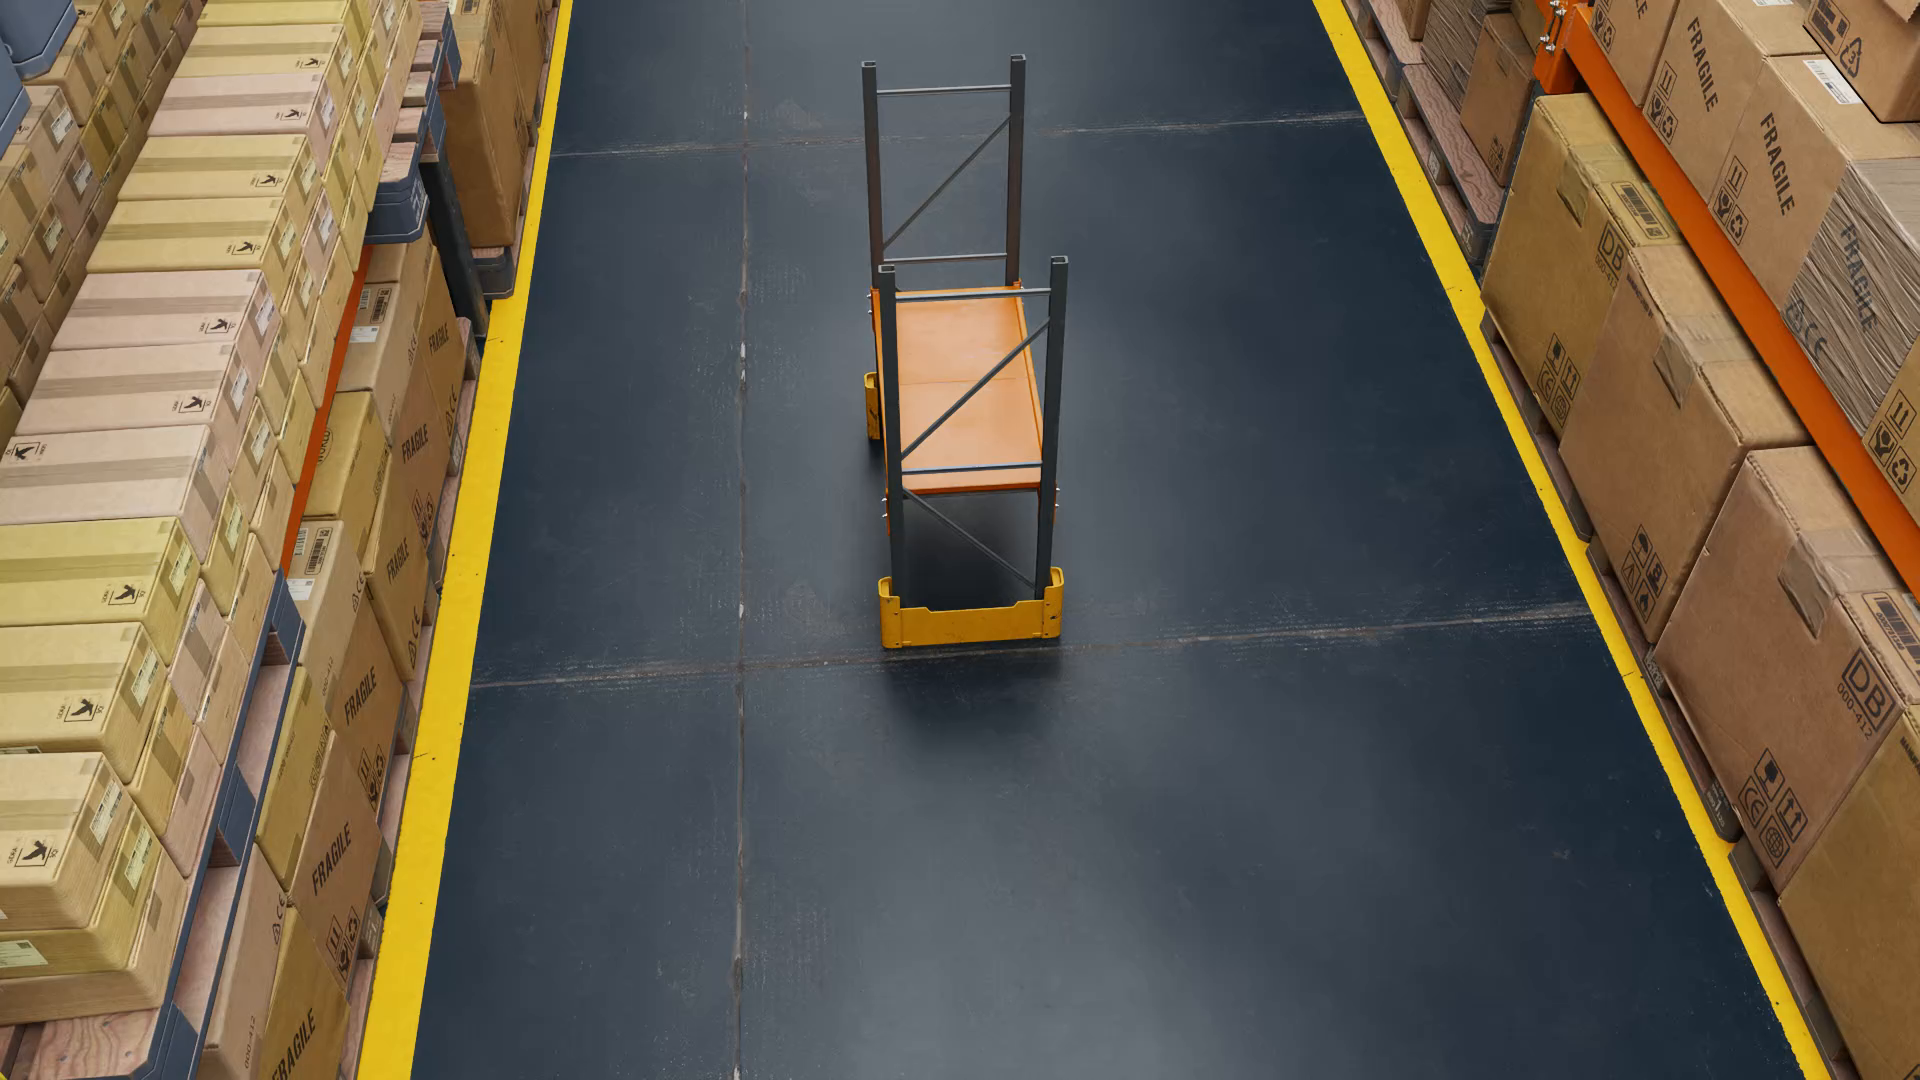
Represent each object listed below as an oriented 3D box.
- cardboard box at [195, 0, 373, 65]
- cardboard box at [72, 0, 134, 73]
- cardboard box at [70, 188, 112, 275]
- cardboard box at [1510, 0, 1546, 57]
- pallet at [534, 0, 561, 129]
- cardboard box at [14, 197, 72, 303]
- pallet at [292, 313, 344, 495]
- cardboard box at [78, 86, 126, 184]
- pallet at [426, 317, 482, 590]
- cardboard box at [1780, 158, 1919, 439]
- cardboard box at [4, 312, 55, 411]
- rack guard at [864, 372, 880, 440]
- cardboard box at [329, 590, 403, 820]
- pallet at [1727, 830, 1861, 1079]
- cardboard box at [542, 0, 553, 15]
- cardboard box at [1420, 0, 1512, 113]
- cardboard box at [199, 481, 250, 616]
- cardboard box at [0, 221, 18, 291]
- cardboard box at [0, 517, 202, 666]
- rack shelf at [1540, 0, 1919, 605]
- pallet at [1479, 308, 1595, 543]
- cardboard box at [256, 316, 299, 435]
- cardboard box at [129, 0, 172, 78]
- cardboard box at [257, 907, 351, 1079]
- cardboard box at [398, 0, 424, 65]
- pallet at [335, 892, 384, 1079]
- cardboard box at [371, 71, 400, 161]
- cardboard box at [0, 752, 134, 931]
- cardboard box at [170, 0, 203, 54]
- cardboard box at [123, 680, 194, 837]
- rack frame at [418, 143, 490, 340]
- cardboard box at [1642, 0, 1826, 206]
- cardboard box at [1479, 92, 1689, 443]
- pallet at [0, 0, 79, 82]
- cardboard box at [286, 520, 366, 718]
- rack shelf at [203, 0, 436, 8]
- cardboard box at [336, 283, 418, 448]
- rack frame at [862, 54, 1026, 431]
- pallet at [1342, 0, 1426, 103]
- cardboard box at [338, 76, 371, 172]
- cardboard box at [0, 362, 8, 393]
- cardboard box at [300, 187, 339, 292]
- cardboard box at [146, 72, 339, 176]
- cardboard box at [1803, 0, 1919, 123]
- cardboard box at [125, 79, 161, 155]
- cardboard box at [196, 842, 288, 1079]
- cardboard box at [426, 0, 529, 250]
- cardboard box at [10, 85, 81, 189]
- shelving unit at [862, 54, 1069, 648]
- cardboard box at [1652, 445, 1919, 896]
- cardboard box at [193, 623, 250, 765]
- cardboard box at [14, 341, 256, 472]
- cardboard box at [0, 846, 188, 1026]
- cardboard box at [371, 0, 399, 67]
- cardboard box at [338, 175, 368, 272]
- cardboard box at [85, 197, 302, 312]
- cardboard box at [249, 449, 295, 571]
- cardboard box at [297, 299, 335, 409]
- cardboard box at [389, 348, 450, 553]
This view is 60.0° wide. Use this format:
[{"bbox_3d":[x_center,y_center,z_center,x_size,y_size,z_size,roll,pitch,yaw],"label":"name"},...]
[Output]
[{"bbox_3d":[-1.813,-1.393,4.477,0.380,0.149,0.250,-2,47,-2],"label":"cardboard box"},{"bbox_3d":[-2.464,-1.373,4.458,0.380,0.149,0.250,-4,47,-4],"label":"cardboard box"},{"bbox_3d":[-2.421,-0.774,4.301,0.380,0.149,0.250,-2,47,-2],"label":"cardboard box"},{"bbox_3d":[2.514,-2.089,6.565,0.500,0.250,0.500,-2,47,-2],"label":"cardboard box"},{"bbox_3d":[-2.441,-2.325,7.807,1.003,0.211,1.213,-3,47,-3],"label":"pallet"},{"bbox_3d":[-2.402,-0.695,4.021,0.380,0.149,0.250,-4,47,-4],"label":"cardboard box"},{"bbox_3d":[-2.145,-0.333,4.131,1.003,0.211,1.213,-3,47,-3],"label":"pallet"},{"bbox_3d":[-2.439,-1.055,4.363,0.380,0.149,0.250,-3,47,-3],"label":"cardboard box"},{"bbox_3d":[-2.287,-0.304,5.893,1.003,0.211,1.213,-3,47,-3],"label":"pallet"},{"bbox_3d":[2.501,-0.618,4.200,0.500,0.500,0.500,-3,47,-3],"label":"cardboard box"},{"bbox_3d":[-2.382,-0.403,3.950,0.380,0.149,0.250,-5,47,-5],"label":"cardboard box"},{"bbox_3d":[-0.048,-0.501,6.053,0.587,0.250,0.087,-3,47,-3],"label":"rack guard"},{"bbox_3d":[-1.917,0.469,4.672,0.500,0.500,0.500,-3,47,-3],"label":"cardboard box"},{"bbox_3d":[2.795,1.242,4.428,1.003,0.211,1.213,-3,47,-3],"label":"pallet"},{"bbox_3d":[-2.468,-2.952,7.740,1.050,0.750,0.750,-3,47,-3],"label":"cardboard box"},{"bbox_3d":[2.464,-2.233,7.217,0.700,0.500,0.500,-7,47,-7],"label":"cardboard box"},{"bbox_3d":[-1.659,0.030,3.335,0.380,0.149,0.250,-5,47,-5],"label":"cardboard box"},{"bbox_3d":[-2.377,-0.613,3.739,0.380,0.149,0.250,-4,47,-4],"label":"cardboard box"},{"bbox_3d":[-1.639,0.103,3.061,0.380,0.149,0.250,-3,47,-3],"label":"cardboard box"},{"bbox_3d":[2.767,-0.362,4.523,1.077,0.370,4.000,-3,47,-3],"label":"rack shelf"},{"bbox_3d":[2.591,-0.523,6.100,1.003,0.211,1.213,-3,47,-3],"label":"pallet"},{"bbox_3d":[-1.706,-0.357,3.701,0.380,0.149,0.250,-4,47,-4],"label":"cardboard box"},{"bbox_3d":[-2.486,-1.431,4.718,0.380,0.149,0.250,-1,47,-1],"label":"cardboard box"},{"bbox_3d":[-1.814,1.230,3.952,0.500,0.500,0.500,-2,47,-2],"label":"cardboard box"},{"bbox_3d":[-1.852,-1.558,5.043,0.380,0.149,0.250,-3,47,-3],"label":"cardboard box"},{"bbox_3d":[-2.083,1.461,4.221,1.003,0.211,1.213,-3,47,-3],"label":"pallet"},{"bbox_3d":[-1.811,-1.192,4.696,0.380,0.149,0.250,-3,47,-3],"label":"cardboard box"},{"bbox_3d":[-1.591,0.490,2.694,0.380,0.149,0.250,-1,47,-1],"label":"cardboard box"},{"bbox_3d":[-2.515,-1.551,5.036,0.380,0.149,0.250,-4,47,-4],"label":"cardboard box"},{"bbox_3d":[-1.615,0.405,2.980,0.380,0.149,0.250,-4,47,-4],"label":"cardboard box"},{"bbox_3d":[-2.351,-1.829,5.416,1.000,3.000,0.127,-3,47,-3],"label":"rack frame"},{"bbox_3d":[2.415,-1.350,4.894,0.500,0.500,0.500,-5,47,-4],"label":"cardboard box"},{"bbox_3d":[2.637,-0.970,5.777,1.225,0.875,0.875,-5,47,-5],"label":"cardboard box"},{"bbox_3d":[-2.052,-1.105,2.794,1.213,0.211,1.003,-3,47,-3],"label":"pallet"},{"bbox_3d":[-1.900,0.218,4.394,0.500,0.250,0.500,-2,47,-2],"label":"cardboard box"},{"bbox_3d":[-2.519,-3.028,7.047,1.077,0.370,4.000,-3,47,-3],"label":"rack shelf"},{"bbox_3d":[-1.980,-0.528,5.100,0.500,0.250,0.500,-3,47,-3],"label":"cardboard box"},{"bbox_3d":[-0.050,-0.945,5.612,0.500,1.500,0.032,-3,47,-3],"label":"rack frame"},{"bbox_3d":[2.437,-2.544,8.014,1.003,0.211,1.213,-3,47,-3],"label":"pallet"},{"bbox_3d":[-1.787,-1.095,4.400,0.380,0.149,0.250,-3,47,-3],"label":"cardboard box"},{"bbox_3d":[-2.361,-0.324,3.670,0.380,0.149,0.250,-3,47,-3],"label":"cardboard box"},{"bbox_3d":[-1.746,-0.726,4.050,0.380,0.149,0.250,-2,47,-2],"label":"cardboard box"},{"bbox_3d":[-1.772,-1.025,4.129,0.380,0.149,0.250,-3,47,-3],"label":"cardboard box"},{"bbox_3d":[2.697,-1.435,4.283,0.797,0.503,0.637,-3,47,-2],"label":"cardboard box"},{"bbox_3d":[-2.470,-1.161,4.668,0.380,0.149,0.250,-1,47,-1],"label":"cardboard box"},{"bbox_3d":[-1.815,0.972,3.679,0.500,0.250,0.500,-5,47,-5],"label":"cardboard box"},{"bbox_3d":[-2.313,-1.645,6.503,1.050,0.750,0.750,-4,47,-4],"label":"cardboard box"},{"bbox_3d":[-2.418,-0.986,4.092,0.380,0.149,0.250,-2,47,-1],"label":"cardboard box"},{"bbox_3d":[-0.006,-0.571,5.258,0.587,1.500,1.083,-3,47,-3],"label":"shelving unit"},{"bbox_3d":[2.785,0.315,4.560,1.225,0.875,0.875,-5,47,-5],"label":"cardboard box"},{"bbox_3d":[-1.637,0.313,3.271,0.380,0.149,0.250,-3,47,-3],"label":"cardboard box"},{"bbox_3d":[-1.680,-0.263,3.407,0.380,0.149,0.250,-4,47,-4],"label":"cardboard box"},{"bbox_3d":[-1.591,0.695,2.910,0.380,0.149,0.250,-6,47,-5],"label":"cardboard box"},{"bbox_3d":[-1.832,-1.466,4.751,0.380,0.149,0.250,-2,47,-2],"label":"cardboard box"},{"bbox_3d":[-1.770,-0.817,4.341,0.380,0.149,0.250,-5,47,-5],"label":"cardboard box"},{"bbox_3d":[-1.727,-0.640,3.765,0.380,0.149,0.250,-2,47,-2],"label":"cardboard box"},{"bbox_3d":[-1.679,-0.053,3.618,0.380,0.149,0.250,-5,47,-5],"label":"cardboard box"},{"bbox_3d":[-1.724,-0.432,3.977,0.380,0.149,0.250,-5,47,-5],"label":"cardboard box"},{"bbox_3d":[-1.996,-0.277,5.379,0.500,0.500,0.500,-2,47,-2],"label":"cardboard box"}]
